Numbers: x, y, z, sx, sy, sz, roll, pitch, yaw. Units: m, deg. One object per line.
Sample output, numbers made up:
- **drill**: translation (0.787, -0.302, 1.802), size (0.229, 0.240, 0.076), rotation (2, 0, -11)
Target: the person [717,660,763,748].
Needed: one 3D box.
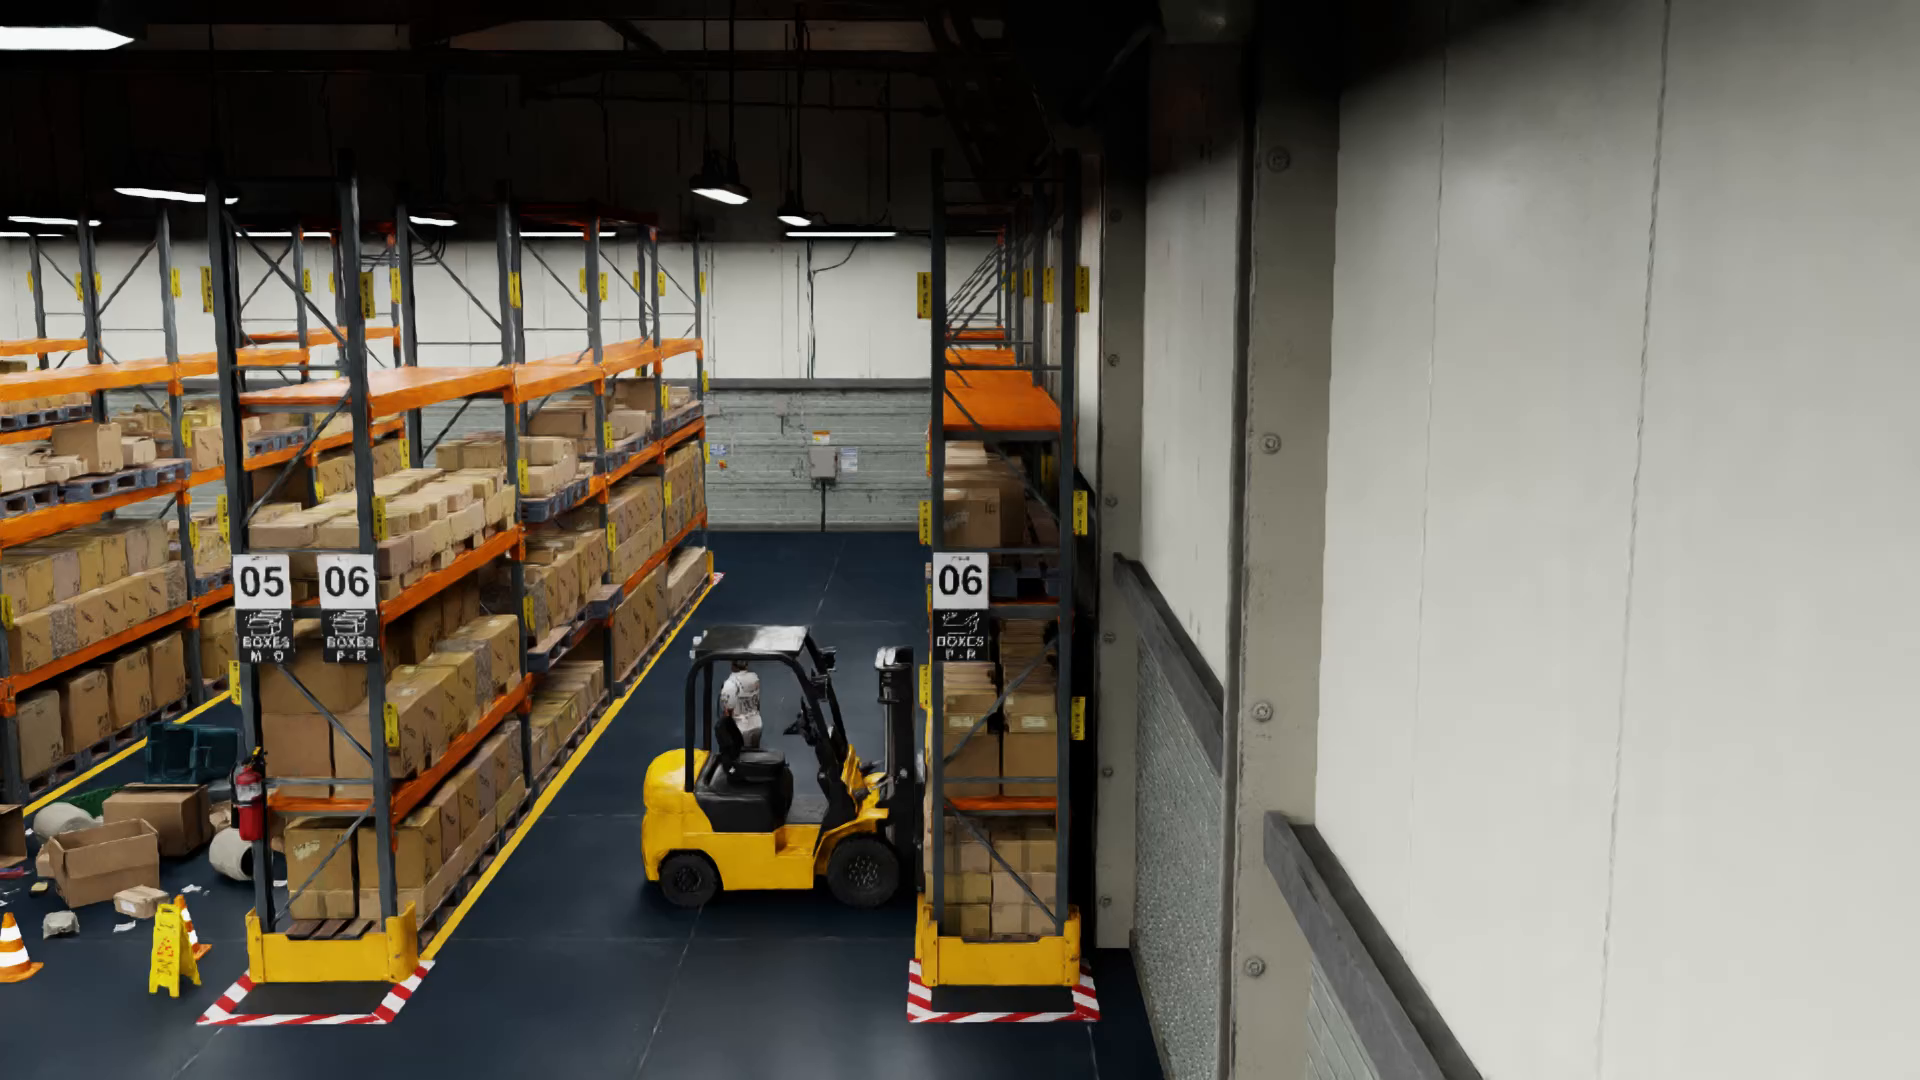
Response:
- **person**: translation (-2.078, 1.828, 15.779), size (0.524, 1.671, 0.531), rotation (5, 10, 28)
